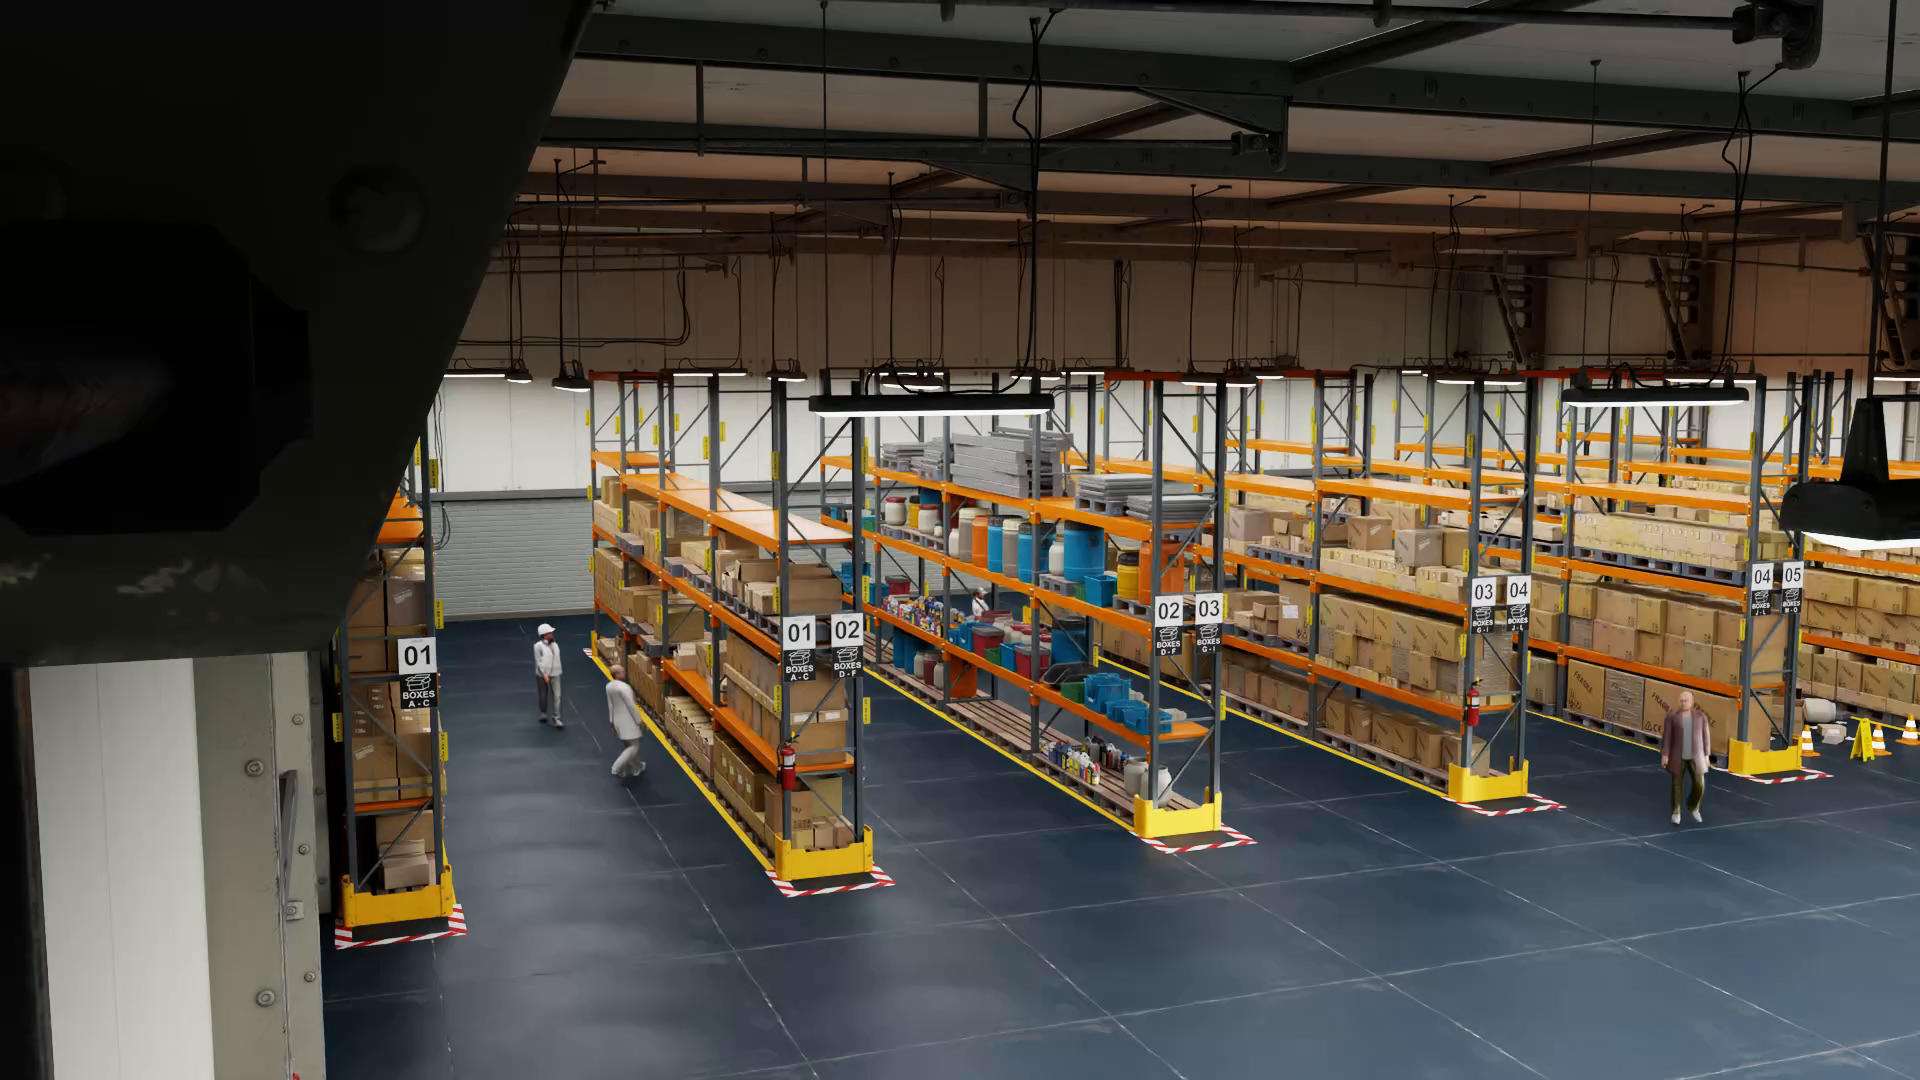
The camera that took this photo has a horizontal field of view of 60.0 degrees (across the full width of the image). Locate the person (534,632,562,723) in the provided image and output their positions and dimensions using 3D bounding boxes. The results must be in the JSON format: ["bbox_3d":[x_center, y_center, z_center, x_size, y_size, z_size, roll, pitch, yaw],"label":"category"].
[{"bbox_3d":[-7.054,2.292,28.499,0.456,1.632,0.825,-3,7,-22],"label":"person"}]

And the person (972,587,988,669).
[{"bbox_3d":[0.447,1.777,33.437,0.344,1.715,0.628,2,7,14],"label":"person"}]

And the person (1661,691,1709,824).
[{"bbox_3d":[9.801,2.931,22.494,0.587,1.782,0.487,2,7,20],"label":"person"}]

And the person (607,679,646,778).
[{"bbox_3d":[-4.958,2.815,24.834,0.637,1.534,0.947,5,8,38],"label":"person"}]

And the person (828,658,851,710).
[{"bbox_3d":[-1.976,2.647,26.134,0.458,1.637,0.582,2,7,18],"label":"person"}]
